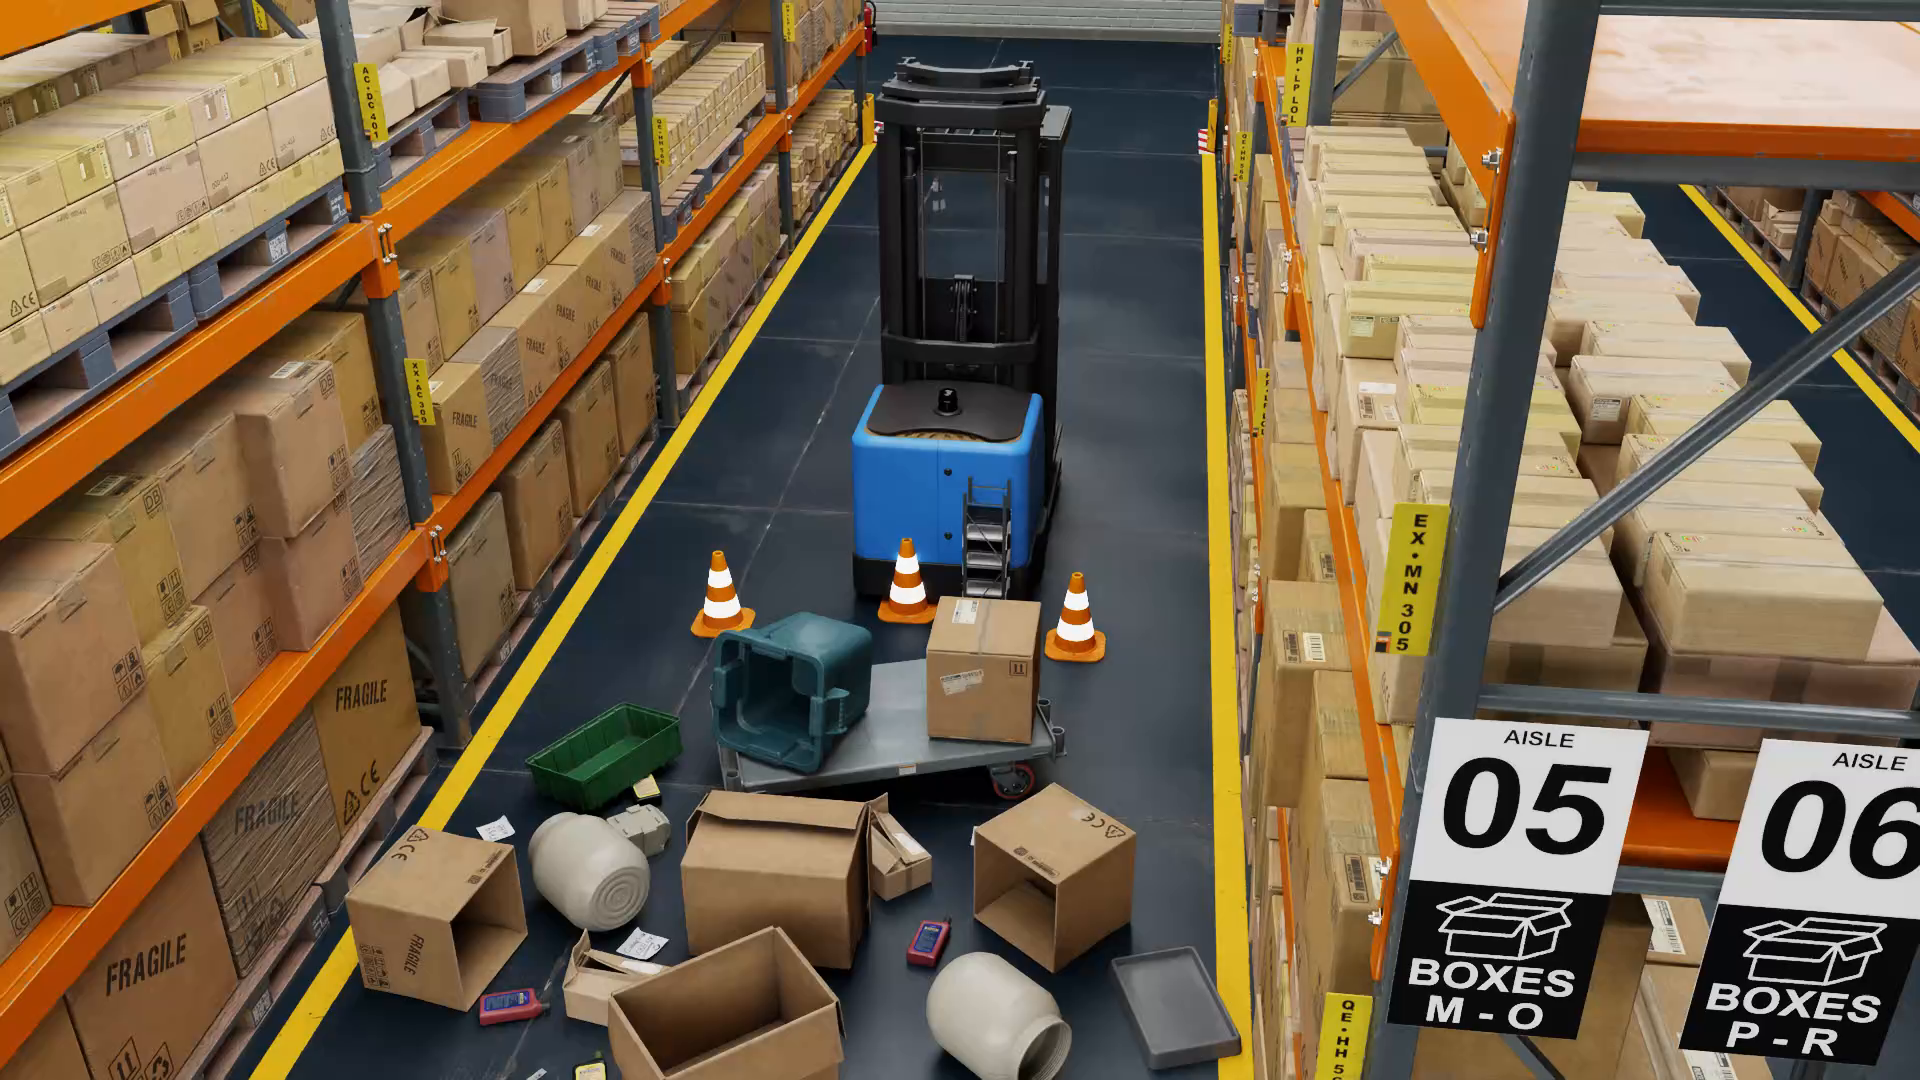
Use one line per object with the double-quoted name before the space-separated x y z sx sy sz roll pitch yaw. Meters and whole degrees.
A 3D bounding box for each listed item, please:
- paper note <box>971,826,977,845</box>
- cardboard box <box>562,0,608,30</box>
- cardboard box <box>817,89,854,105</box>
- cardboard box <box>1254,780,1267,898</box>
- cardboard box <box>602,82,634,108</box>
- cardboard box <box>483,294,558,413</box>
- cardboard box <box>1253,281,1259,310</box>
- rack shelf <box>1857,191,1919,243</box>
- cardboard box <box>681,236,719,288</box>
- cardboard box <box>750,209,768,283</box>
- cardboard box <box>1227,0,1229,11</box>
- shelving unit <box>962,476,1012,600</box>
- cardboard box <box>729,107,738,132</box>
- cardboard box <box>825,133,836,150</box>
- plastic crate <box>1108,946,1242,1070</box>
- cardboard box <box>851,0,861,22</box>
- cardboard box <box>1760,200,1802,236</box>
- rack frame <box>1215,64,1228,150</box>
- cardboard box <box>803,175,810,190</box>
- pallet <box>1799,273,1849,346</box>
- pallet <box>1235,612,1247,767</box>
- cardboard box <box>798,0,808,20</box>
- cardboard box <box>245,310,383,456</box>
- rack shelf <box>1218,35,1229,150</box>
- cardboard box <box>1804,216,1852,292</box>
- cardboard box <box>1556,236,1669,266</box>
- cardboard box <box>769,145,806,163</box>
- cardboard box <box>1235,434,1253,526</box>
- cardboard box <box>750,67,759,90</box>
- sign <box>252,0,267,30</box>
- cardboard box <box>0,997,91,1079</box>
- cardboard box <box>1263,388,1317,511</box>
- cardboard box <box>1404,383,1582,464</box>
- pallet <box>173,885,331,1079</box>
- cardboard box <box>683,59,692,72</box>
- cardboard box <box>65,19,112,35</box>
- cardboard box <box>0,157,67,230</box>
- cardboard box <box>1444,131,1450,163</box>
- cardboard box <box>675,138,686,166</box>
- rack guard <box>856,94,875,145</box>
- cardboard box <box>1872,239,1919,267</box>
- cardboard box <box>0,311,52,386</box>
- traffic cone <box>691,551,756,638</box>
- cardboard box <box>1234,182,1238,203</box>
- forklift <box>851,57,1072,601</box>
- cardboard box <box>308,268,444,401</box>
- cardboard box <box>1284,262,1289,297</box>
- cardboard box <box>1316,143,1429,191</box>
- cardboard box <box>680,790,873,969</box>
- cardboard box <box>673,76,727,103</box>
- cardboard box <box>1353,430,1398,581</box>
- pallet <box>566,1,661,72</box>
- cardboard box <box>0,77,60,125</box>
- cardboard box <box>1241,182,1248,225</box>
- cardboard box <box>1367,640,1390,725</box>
"paper note" 0.133 1.403 7.905 0.148 0.019 0.142 3 28 6
"cardboard box" -2.375 -3.178 9.661 0.500 0.311 0.500 3 28 6
"cardboard box" -1.377 -4.870 18.356 0.380 0.149 0.250 4 29 7
"cardboard box" 1.497 1.156 6.899 0.500 0.500 0.500 4 29 8
"cardboard box" -2.746 -3.502 13.074 0.380 0.149 0.250 4 29 8
"cardboard box" -2.578 -1.043 9.210 0.500 0.500 0.500 3 28 6
"cardboard box" 1.955 -1.483 9.955 0.380 0.149 0.250 4 29 6
"rack shelf" 7.553 -2.275 12.361 1.077 0.370 4.000 3 28 6
"cardboard box" -2.157 -2.141 12.755 0.500 0.250 0.500 3 28 6
"cardboard box" -1.958 -2.540 14.286 0.500 0.500 0.500 3 28 5
"cardboard box" 2.908 -5.491 16.412 0.500 0.500 0.500 3 28 6
"shelving unit" 0.150 0.097 9.414 0.258 0.900 0.210 4 29 7
"cardboard box" -2.029 -3.447 13.600 0.380 0.149 0.250 2 28 4
"cardboard box" -1.508 -4.130 17.294 0.380 0.149 0.250 5 29 9
"plastic crate" 0.885 1.923 6.889 0.402 0.080 0.583 -6 29 -11
"cardboard box" -1.364 -5.891 17.896 0.500 0.500 0.500 4 29 7
"cardboard box" 7.618 -2.962 15.317 0.396 0.266 0.258 4 29 8
"rack frame" 3.361 -5.703 17.965 1.000 3.000 0.127 3 28 6
"cardboard box" -1.698 -3.510 16.458 0.380 0.149 0.250 3 28 5
"pallet" 7.736 -1.920 13.884 1.003 0.211 1.213 3 28 6
"pallet" 1.985 0.807 8.821 1.003 0.211 1.213 3 28 6
"cardboard box" -1.709 -5.118 15.406 0.500 0.500 0.500 3 28 5
"cardboard box" -3.114 -0.664 7.315 0.875 0.550 0.550 3 28 6
"rack shelf" 3.116 -4.444 16.388 1.077 0.370 4.000 3 28 6
"cardboard box" 7.515 -2.403 14.032 0.500 0.500 0.500 5 29 8
"cardboard box" 1.976 -0.838 5.197 0.380 0.149 0.250 4 29 7
"cardboard box" -1.722 -3.774 16.320 0.380 0.149 0.250 3 28 5
"cardboard box" 2.219 -0.352 10.360 0.950 0.372 0.625 3 28 5
"cardboard box" -1.938 -3.942 14.205 0.380 0.149 0.250 4 29 7
"sign" -6.425 -4.844 15.233 0.100 0.325 0.005 3 28 6
"cardboard box" -3.507 2.016 5.434 0.875 0.875 0.875 4 29 6
"cardboard box" 1.537 -0.236 6.343 0.700 0.500 0.500 4 29 6
"cardboard box" 1.314 -0.265 4.133 0.380 0.149 0.250 4 29 7
"pallet" -3.352 1.863 6.862 1.003 0.211 1.213 3 28 6
"cardboard box" -2.559 -4.106 14.510 0.380 0.149 0.250 4 29 7
"cardboard box" -7.191 -3.964 13.575 0.797 0.503 0.637 4 29 8
"cardboard box" -2.980 -1.059 5.058 0.380 0.149 0.250 4 29 7
"cardboard box" 2.360 -1.745 7.172 0.500 0.250 0.500 3 28 5
"cardboard box" -2.225 -2.852 12.181 0.380 0.149 0.250 2 28 5
"rack guard" -1.573 -4.806 18.937 1.175 0.500 0.348 3 28 6
"cardboard box" 7.425 -2.248 13.061 0.380 0.149 0.250 3 28 6
"cardboard box" -3.010 -0.587 5.023 0.380 0.149 0.250 3 28 6
"traffic cone" -1.371 0.279 9.536 0.336 0.463 0.334 3 28 6
"cardboard box" 2.310 -2.601 12.366 0.500 0.250 0.500 3 28 6
"forklift" 0.090 -1.586 10.396 1.130 2.935 3.031 4 29 7
"cardboard box" -2.979 -1.012 8.099 0.700 0.500 0.500 3 28 5
"cardboard box" 1.795 -1.255 8.163 0.380 0.149 0.250 3 28 5
"cardboard box" 1.525 -1.362 6.168 0.380 0.149 0.250 4 29 8
"cardboard box" -0.790 1.454 7.170 0.797 0.637 0.503 3 28 6
"cardboard box" -2.070 -3.582 13.224 0.380 0.149 0.250 2 28 4
"cardboard box" 1.272 -0.049 4.153 0.500 0.250 0.500 3 28 6
"pallet" -2.570 -3.108 10.185 1.213 0.211 1.003 5 29 9
"cardboard box" -3.509 -1.574 6.014 0.380 0.149 0.250 3 28 5
"cardboard box" 2.188 -2.334 11.342 0.500 0.250 0.500 3 28 6
"cardboard box" 1.165 0.316 3.896 0.380 0.149 0.250 4 29 7
